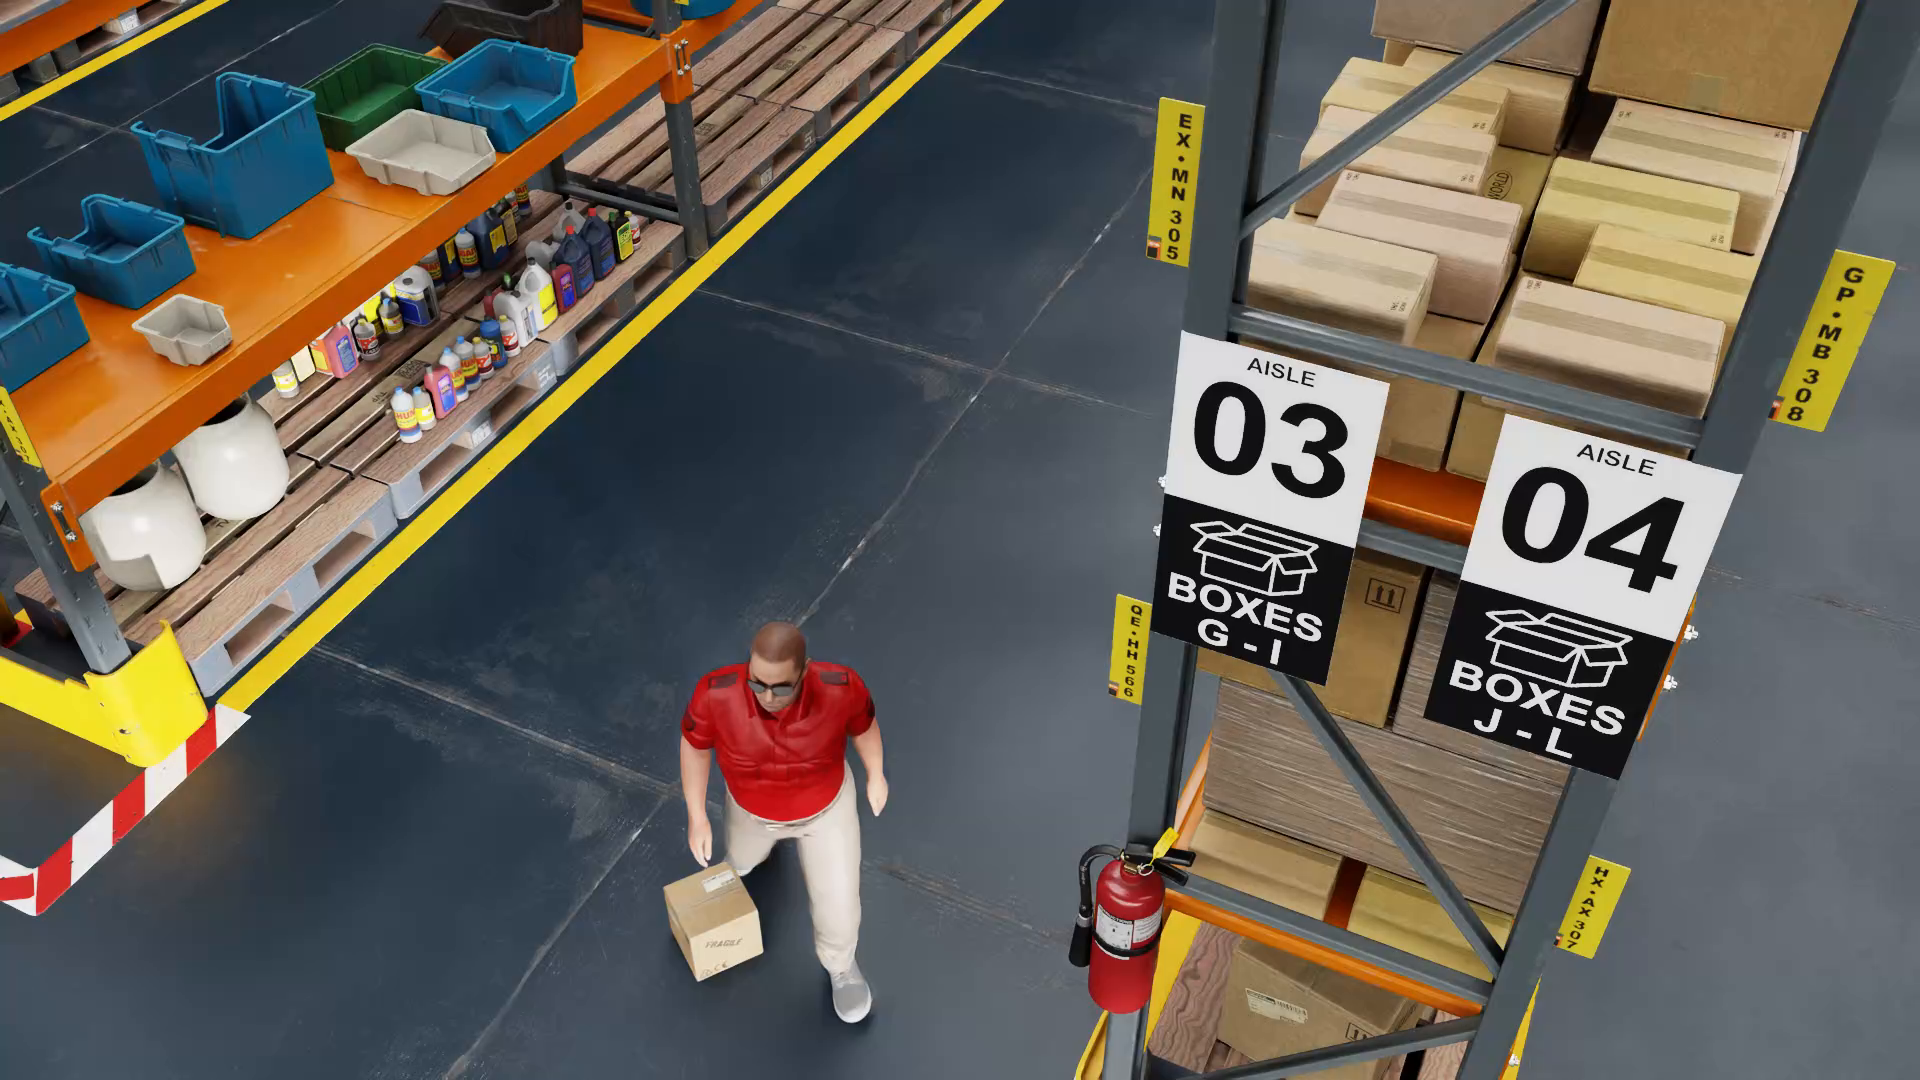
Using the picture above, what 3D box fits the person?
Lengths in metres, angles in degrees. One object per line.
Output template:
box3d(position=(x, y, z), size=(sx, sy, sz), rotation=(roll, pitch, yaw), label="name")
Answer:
box3d(position=(-0.546, 0.594, 5.020), size=(0.623, 1.015, 0.366), rotation=(1, 42, 1), label="person")
